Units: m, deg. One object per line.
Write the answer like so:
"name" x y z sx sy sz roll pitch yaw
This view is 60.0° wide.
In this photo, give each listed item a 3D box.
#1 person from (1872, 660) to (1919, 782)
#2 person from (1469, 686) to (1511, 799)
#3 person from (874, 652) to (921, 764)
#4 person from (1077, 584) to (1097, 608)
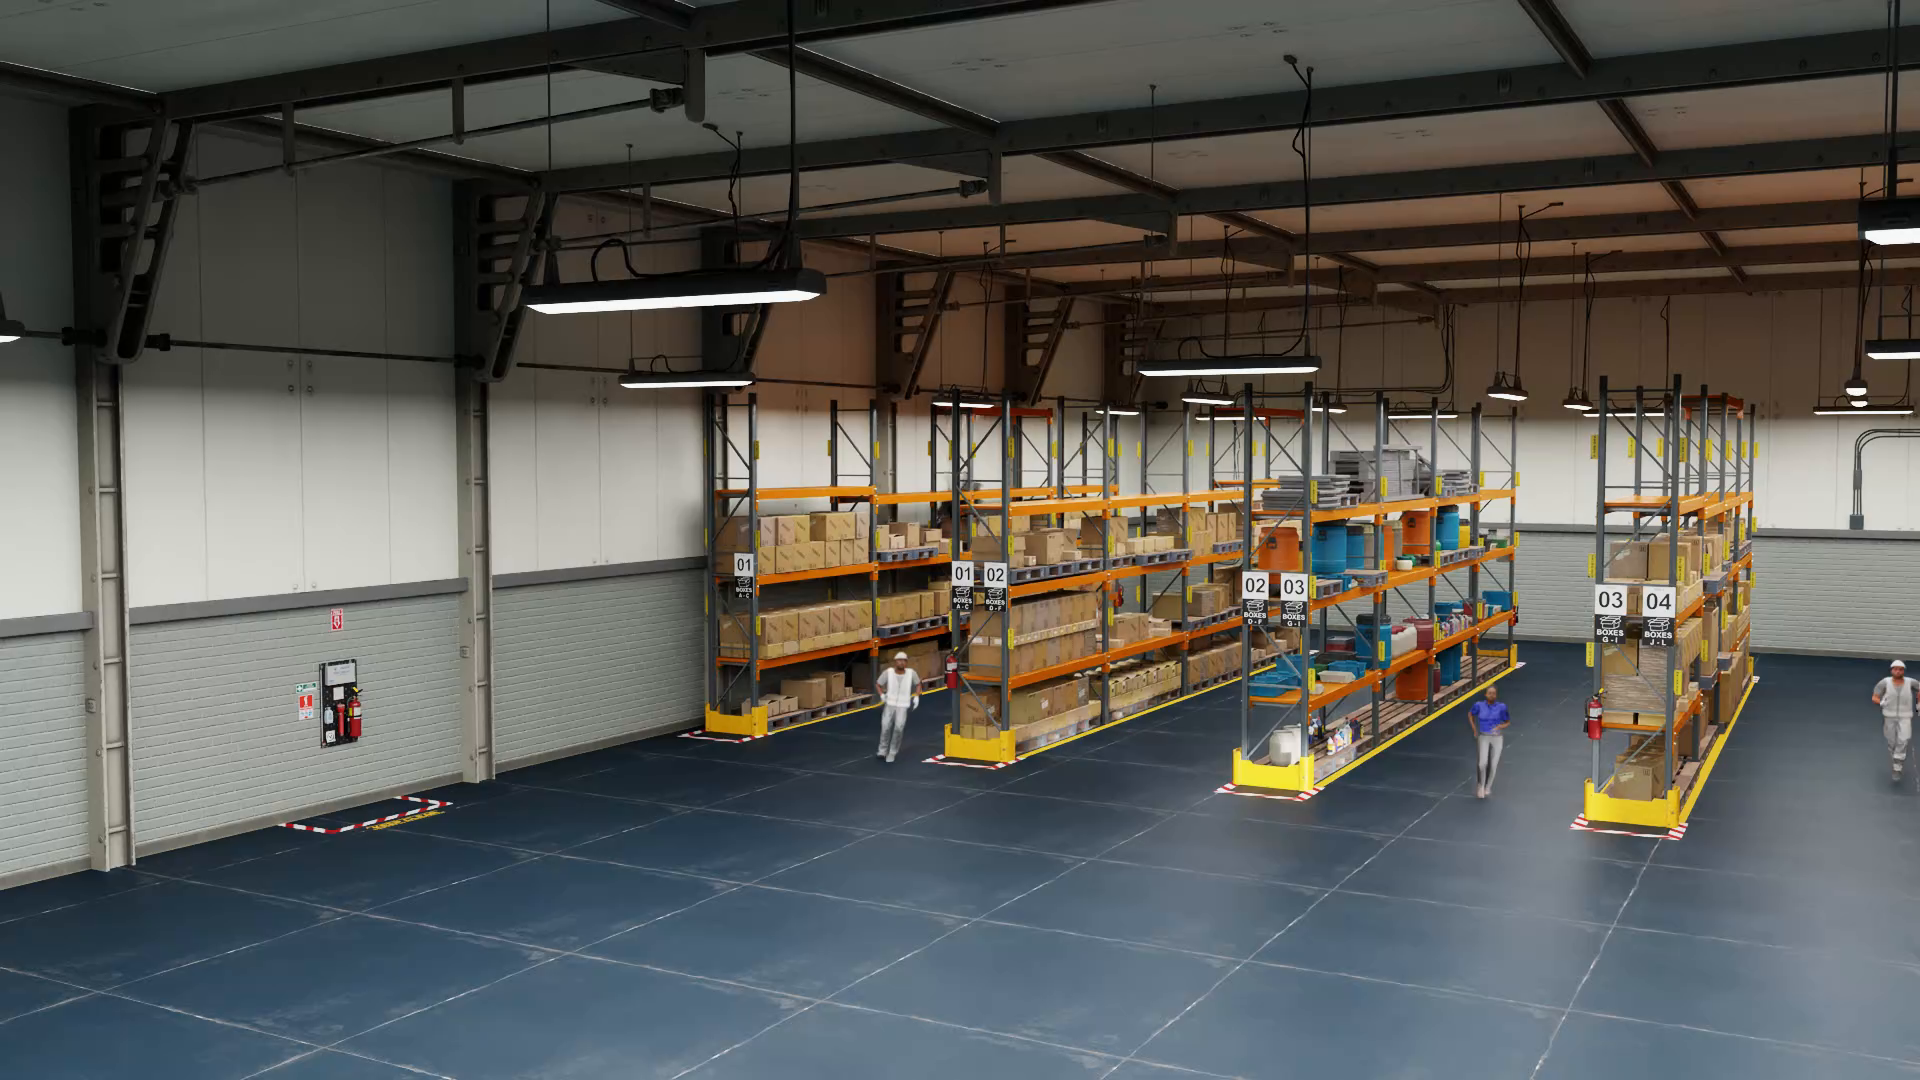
"person" 14.363 2.747 25.482 0.687 1.831 0.952 2 4 28
"person" 7.596 2.896 23.848 0.565 1.633 0.695 1 3 14
"person" -1.004 2.690 26.760 0.745 1.788 0.667 0 3 1
"person" 2.738 1.802 37.549 0.655 1.777 0.889 1 3 19
